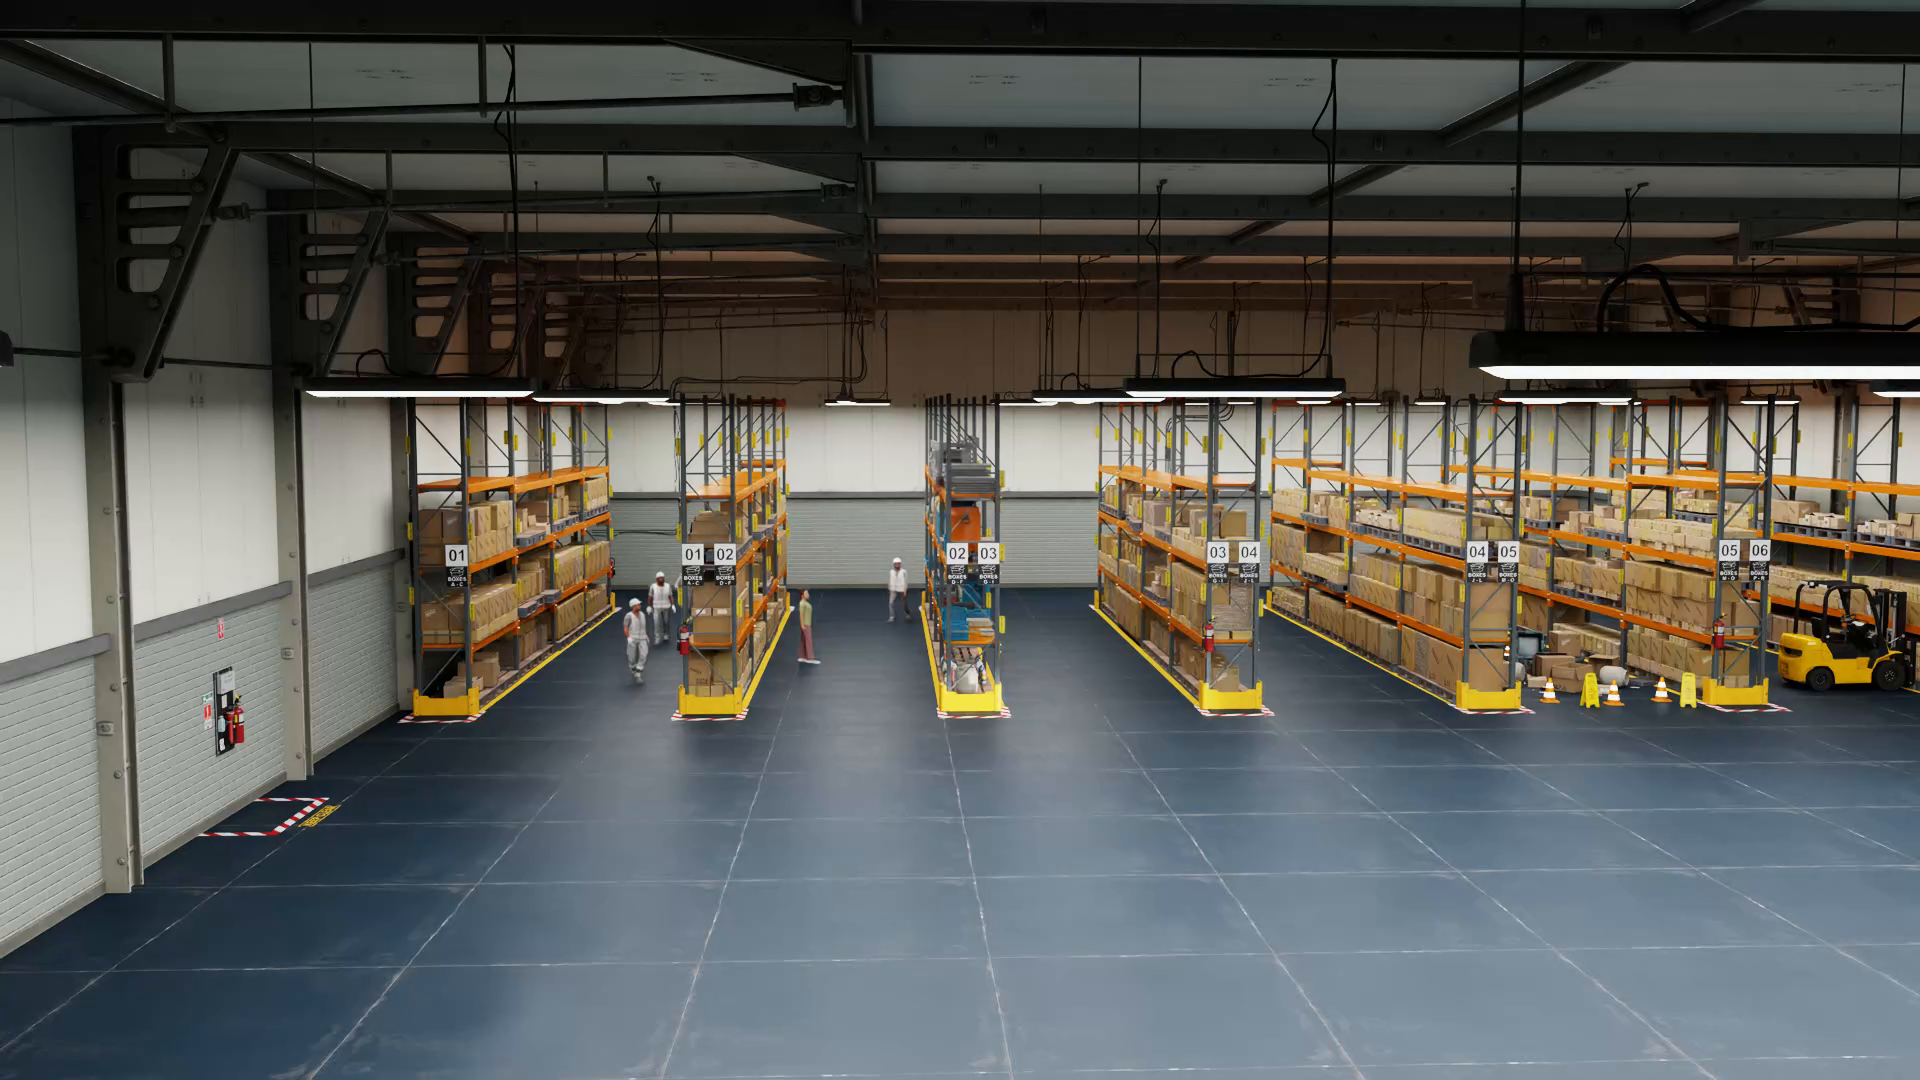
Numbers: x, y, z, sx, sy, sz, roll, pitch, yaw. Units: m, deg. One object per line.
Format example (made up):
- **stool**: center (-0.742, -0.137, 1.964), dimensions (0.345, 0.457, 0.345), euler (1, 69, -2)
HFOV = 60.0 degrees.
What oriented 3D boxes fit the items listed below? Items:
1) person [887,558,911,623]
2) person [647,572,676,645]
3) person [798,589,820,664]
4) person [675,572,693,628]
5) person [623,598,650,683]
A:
- **person**: center (-1.667, 1.339, 44.574), dimensions (0.599, 1.728, 0.977), euler (2, 5, 21)
- **person**: center (-7.281, 1.651, 40.492), dimensions (0.709, 1.738, 1.049), euler (0, 5, -6)
- **person**: center (-3.392, 1.935, 37.372), dimensions (0.519, 1.684, 0.485), euler (0, 5, 0)
- **person**: center (-7.212, 1.502, 43.724), dimensions (0.566, 1.590, 0.648), euler (0, 5, 3)
- **person**: center (-6.766, 2.096, 34.923), dimensions (0.638, 1.752, 0.672), euler (-2, 5, -29)
